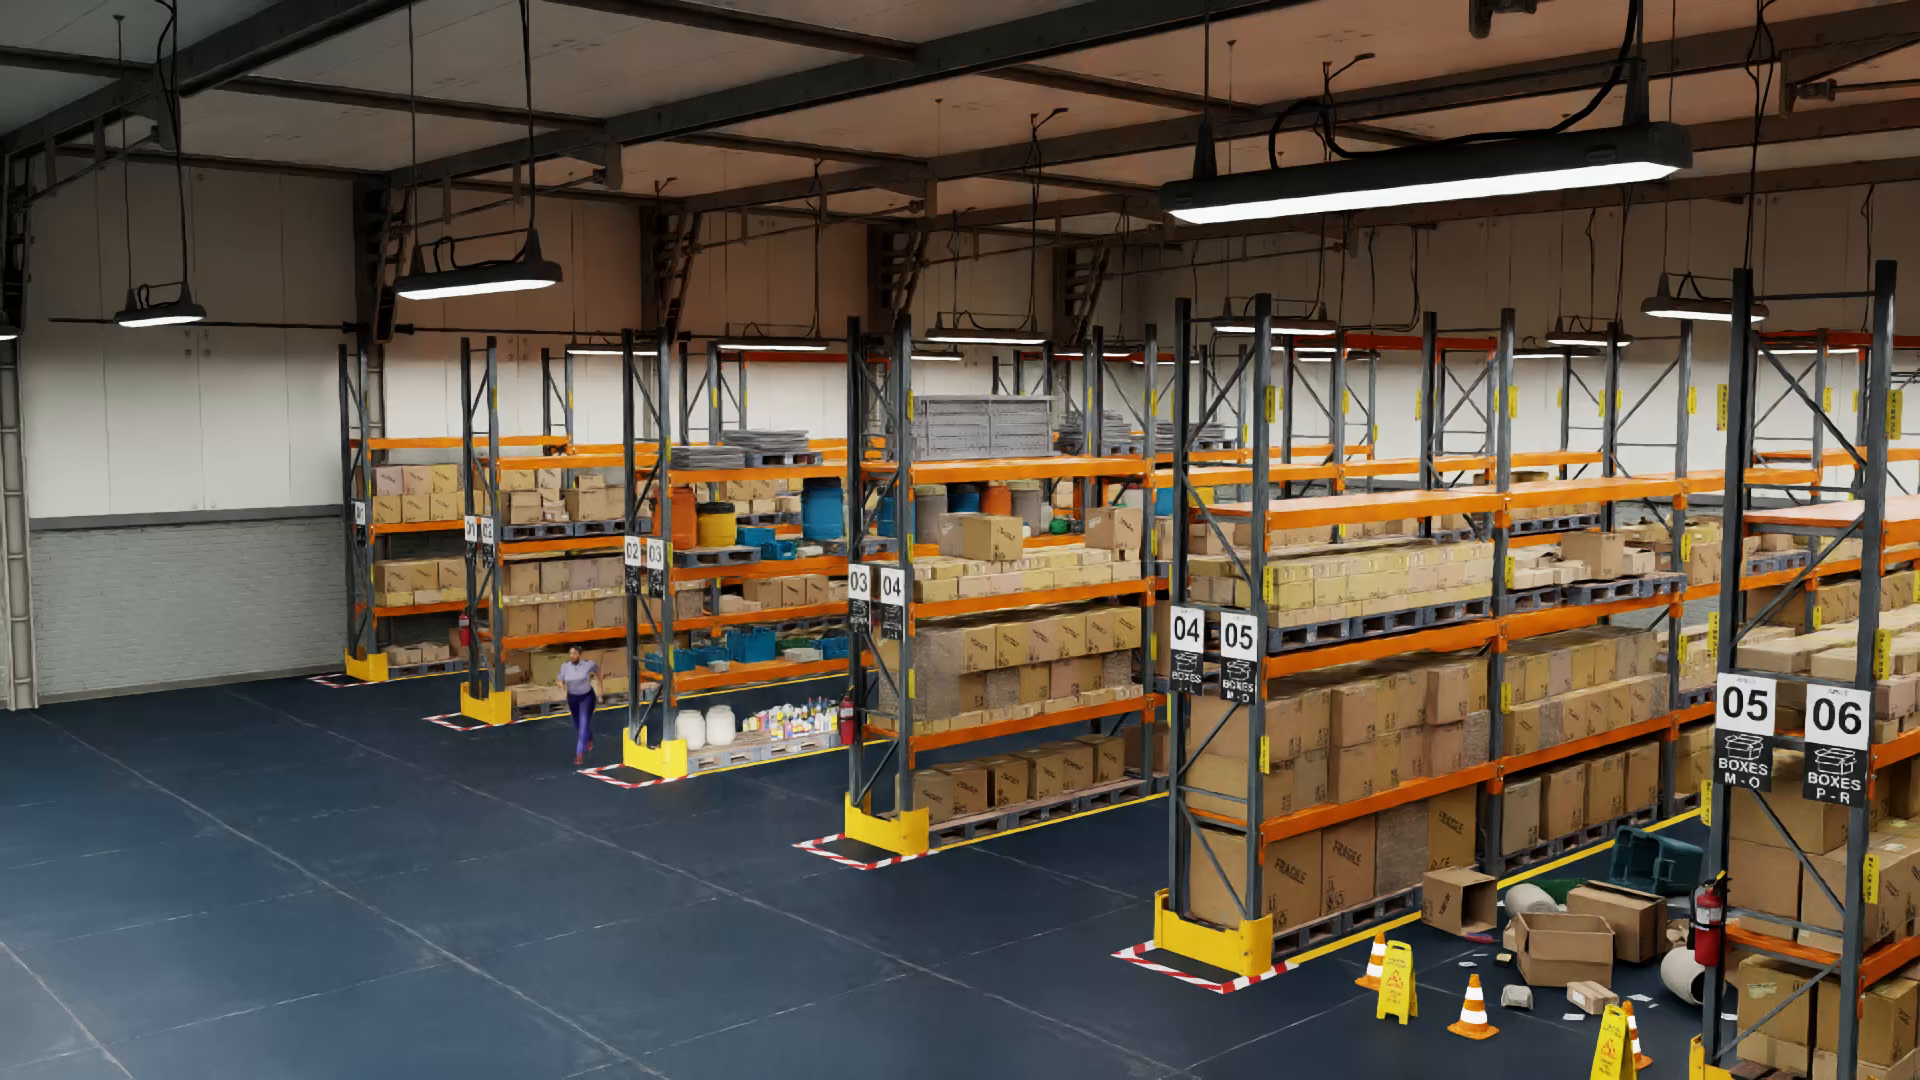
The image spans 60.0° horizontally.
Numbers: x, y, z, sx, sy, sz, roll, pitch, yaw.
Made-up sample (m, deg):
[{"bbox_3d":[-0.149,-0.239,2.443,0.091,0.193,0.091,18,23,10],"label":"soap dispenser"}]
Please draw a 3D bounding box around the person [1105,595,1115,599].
[{"bbox_3d":[3.161,1.344,32.992,0.703,1.753,0.988,4,6,37],"label":"person"}]

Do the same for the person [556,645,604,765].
[{"bbox_3d":[-5.317,2.257,23.355,0.617,1.632,0.971,1,5,9],"label":"person"}]
